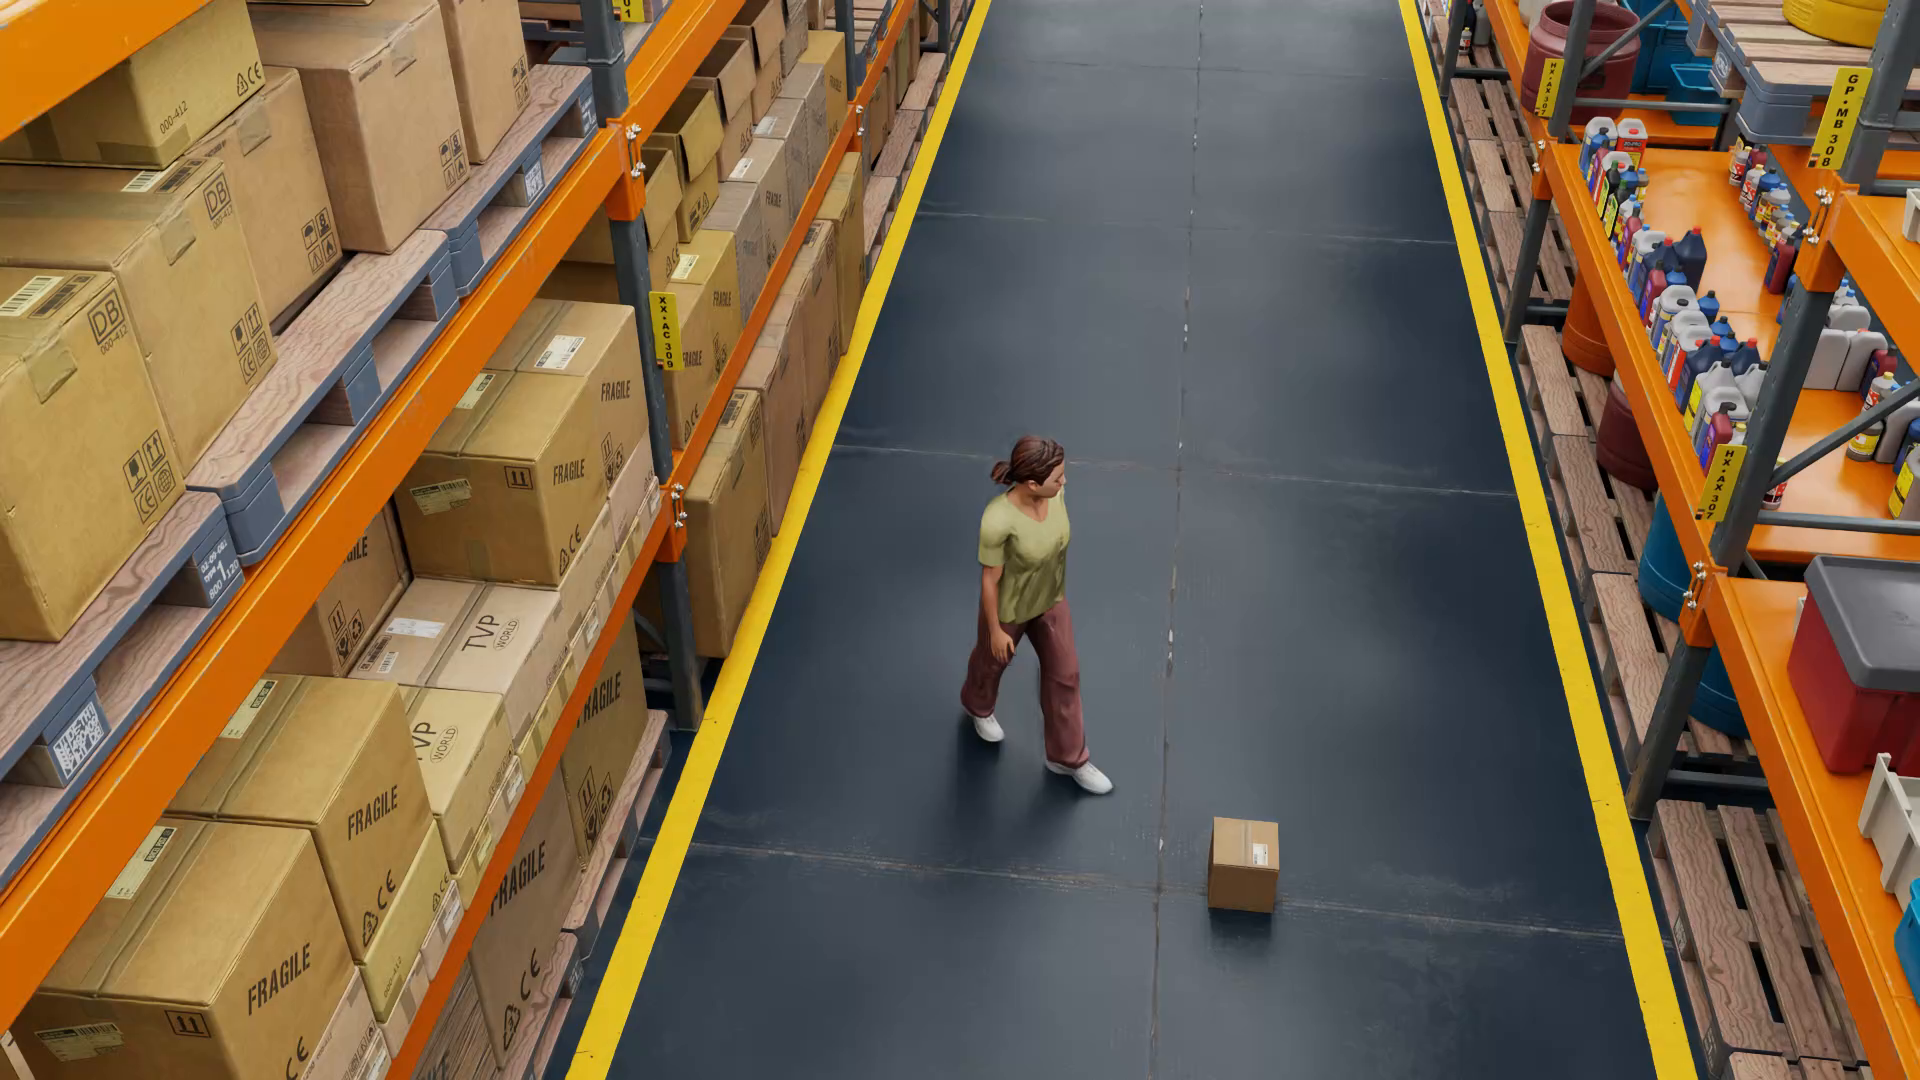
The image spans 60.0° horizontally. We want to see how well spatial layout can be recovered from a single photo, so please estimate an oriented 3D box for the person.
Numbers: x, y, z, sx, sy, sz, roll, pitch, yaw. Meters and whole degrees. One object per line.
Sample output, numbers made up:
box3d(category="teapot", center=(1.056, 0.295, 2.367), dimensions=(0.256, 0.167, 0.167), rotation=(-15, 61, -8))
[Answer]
box3d(category="person", center=(0.257, 0.269, 6.670), dimensions=(0.461, 1.674, 0.780), rotation=(-23, 42, -28))
